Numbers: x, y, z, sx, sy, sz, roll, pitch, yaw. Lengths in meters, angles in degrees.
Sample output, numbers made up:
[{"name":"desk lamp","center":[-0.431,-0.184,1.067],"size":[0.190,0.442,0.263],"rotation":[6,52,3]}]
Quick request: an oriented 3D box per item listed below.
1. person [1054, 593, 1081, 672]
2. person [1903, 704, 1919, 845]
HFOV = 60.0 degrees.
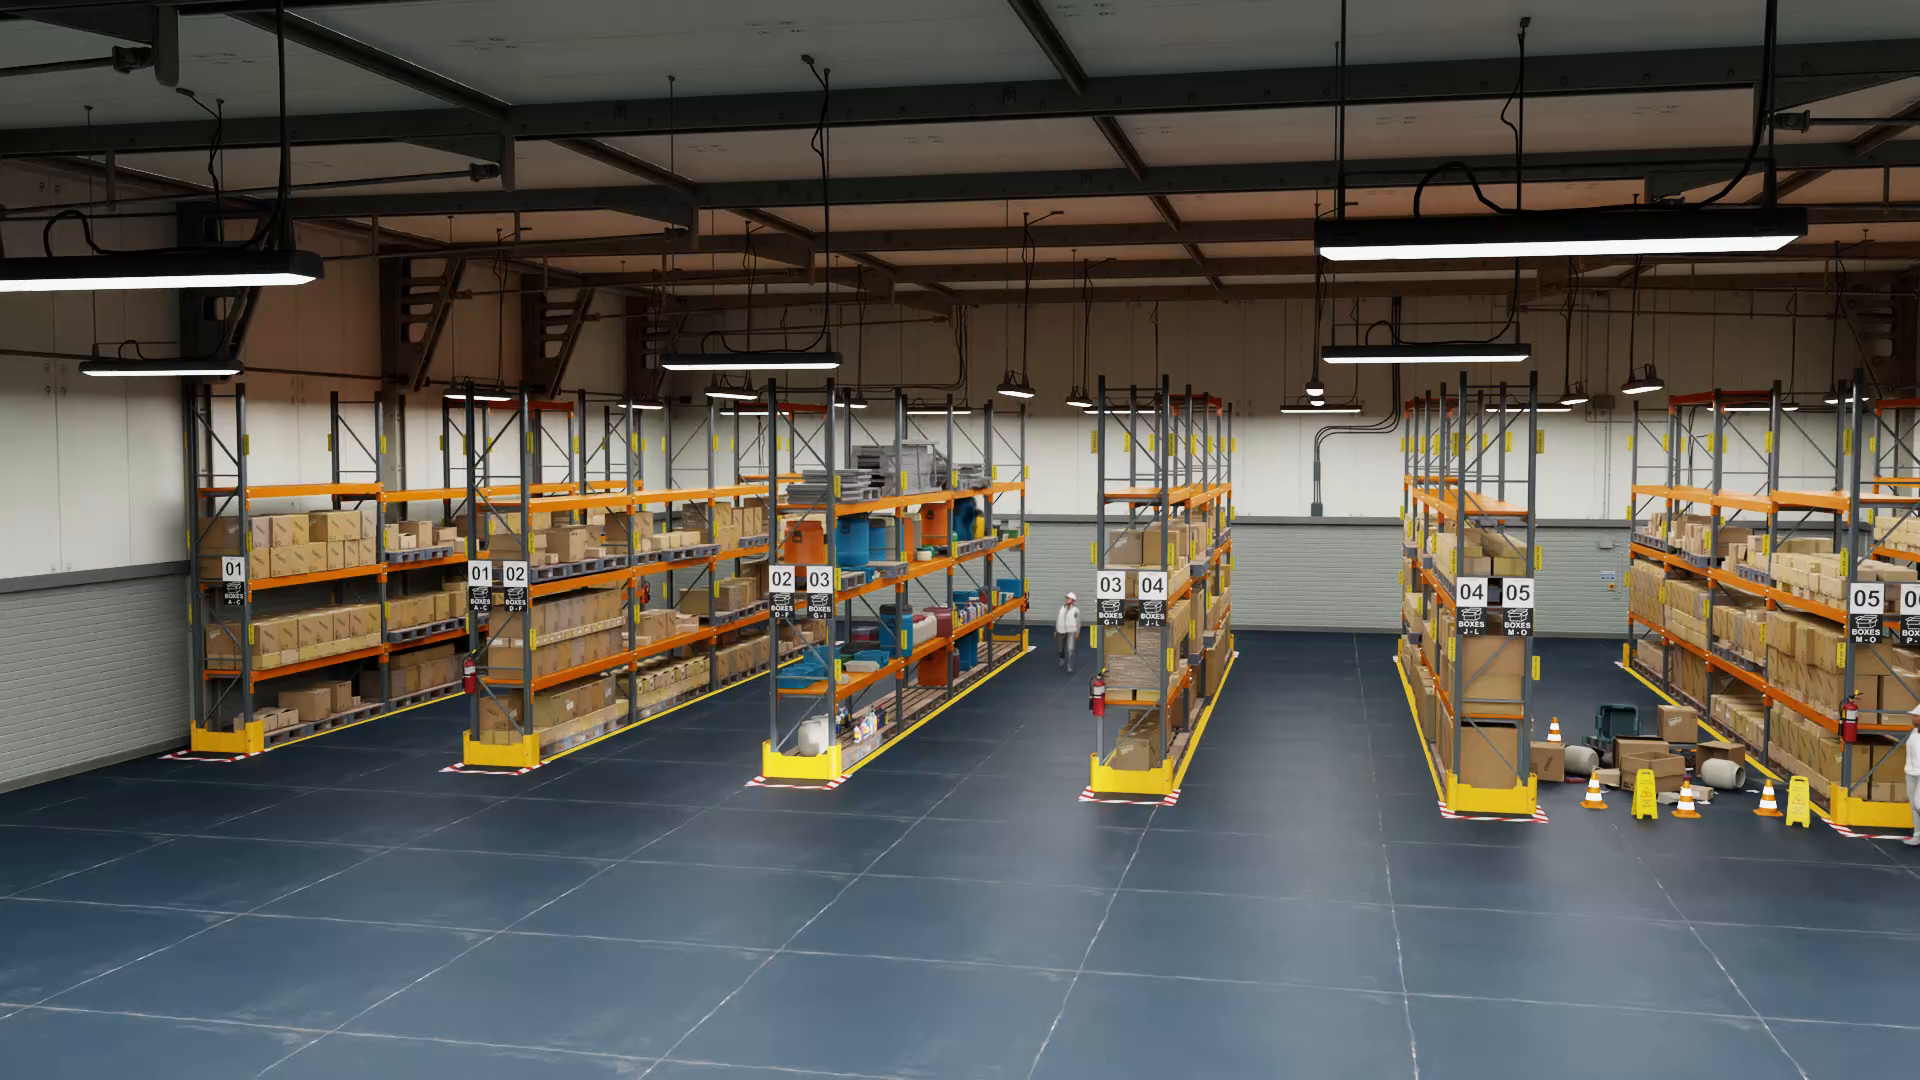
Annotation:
[{"name":"person","center":[2.392,2.030,36.817],"size":[0.582,1.713,0.841],"rotation":[1,3,9]},{"name":"person","center":[11.923,2.916,20.604],"size":[0.462,1.764,0.598],"rotation":[-1,3,-18]}]
